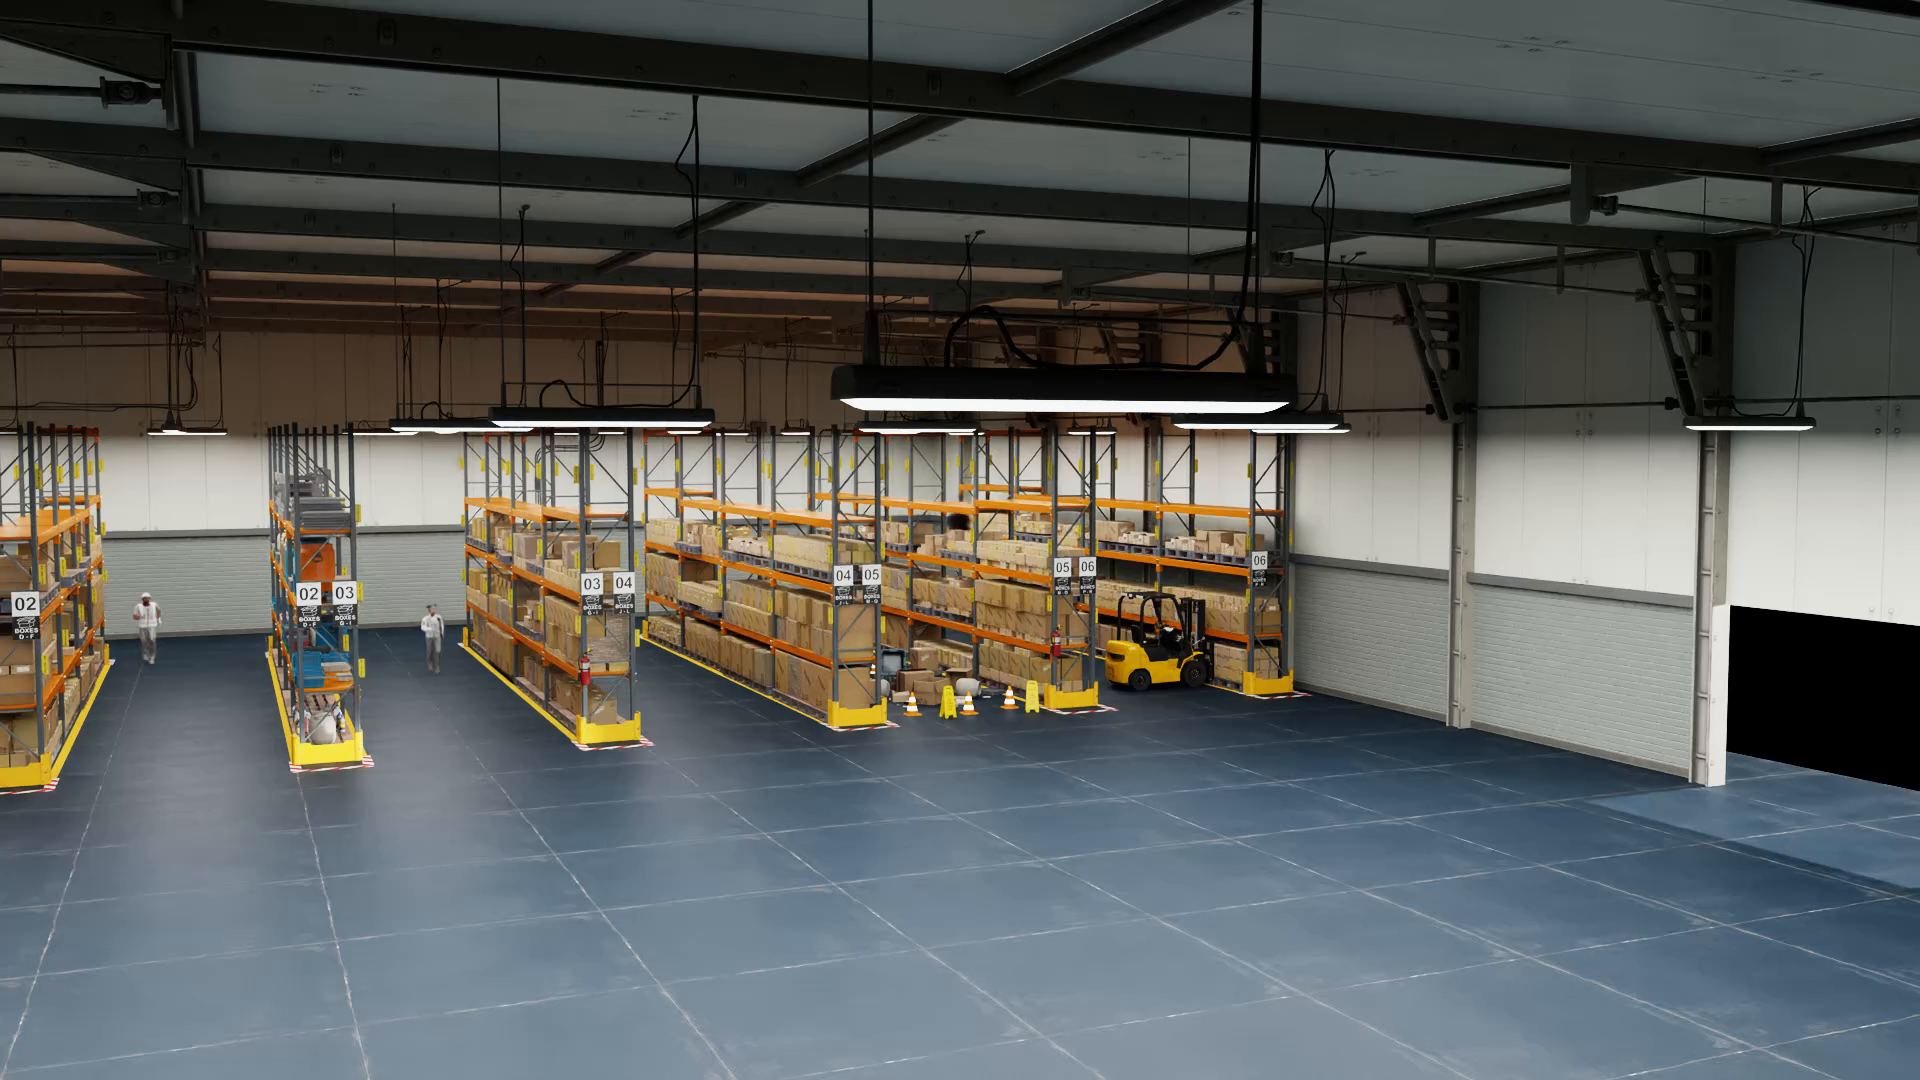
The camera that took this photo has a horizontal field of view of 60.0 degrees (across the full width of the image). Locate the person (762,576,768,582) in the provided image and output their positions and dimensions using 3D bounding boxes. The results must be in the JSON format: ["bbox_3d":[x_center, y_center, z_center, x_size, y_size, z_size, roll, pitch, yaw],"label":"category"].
[{"bbox_3d":[-5.916,1.833,50.598,0.888,1.632,0.605,-3,4,-36],"label":"person"}]

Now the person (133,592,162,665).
[{"bbox_3d":[-20.657,2.247,42.274,0.647,1.842,0.878,-2,4,-25],"label":"person"}]

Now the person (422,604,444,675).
[{"bbox_3d":[-12.821,2.412,40.465,0.555,1.738,0.812,-2,4,-24],"label":"person"}]
